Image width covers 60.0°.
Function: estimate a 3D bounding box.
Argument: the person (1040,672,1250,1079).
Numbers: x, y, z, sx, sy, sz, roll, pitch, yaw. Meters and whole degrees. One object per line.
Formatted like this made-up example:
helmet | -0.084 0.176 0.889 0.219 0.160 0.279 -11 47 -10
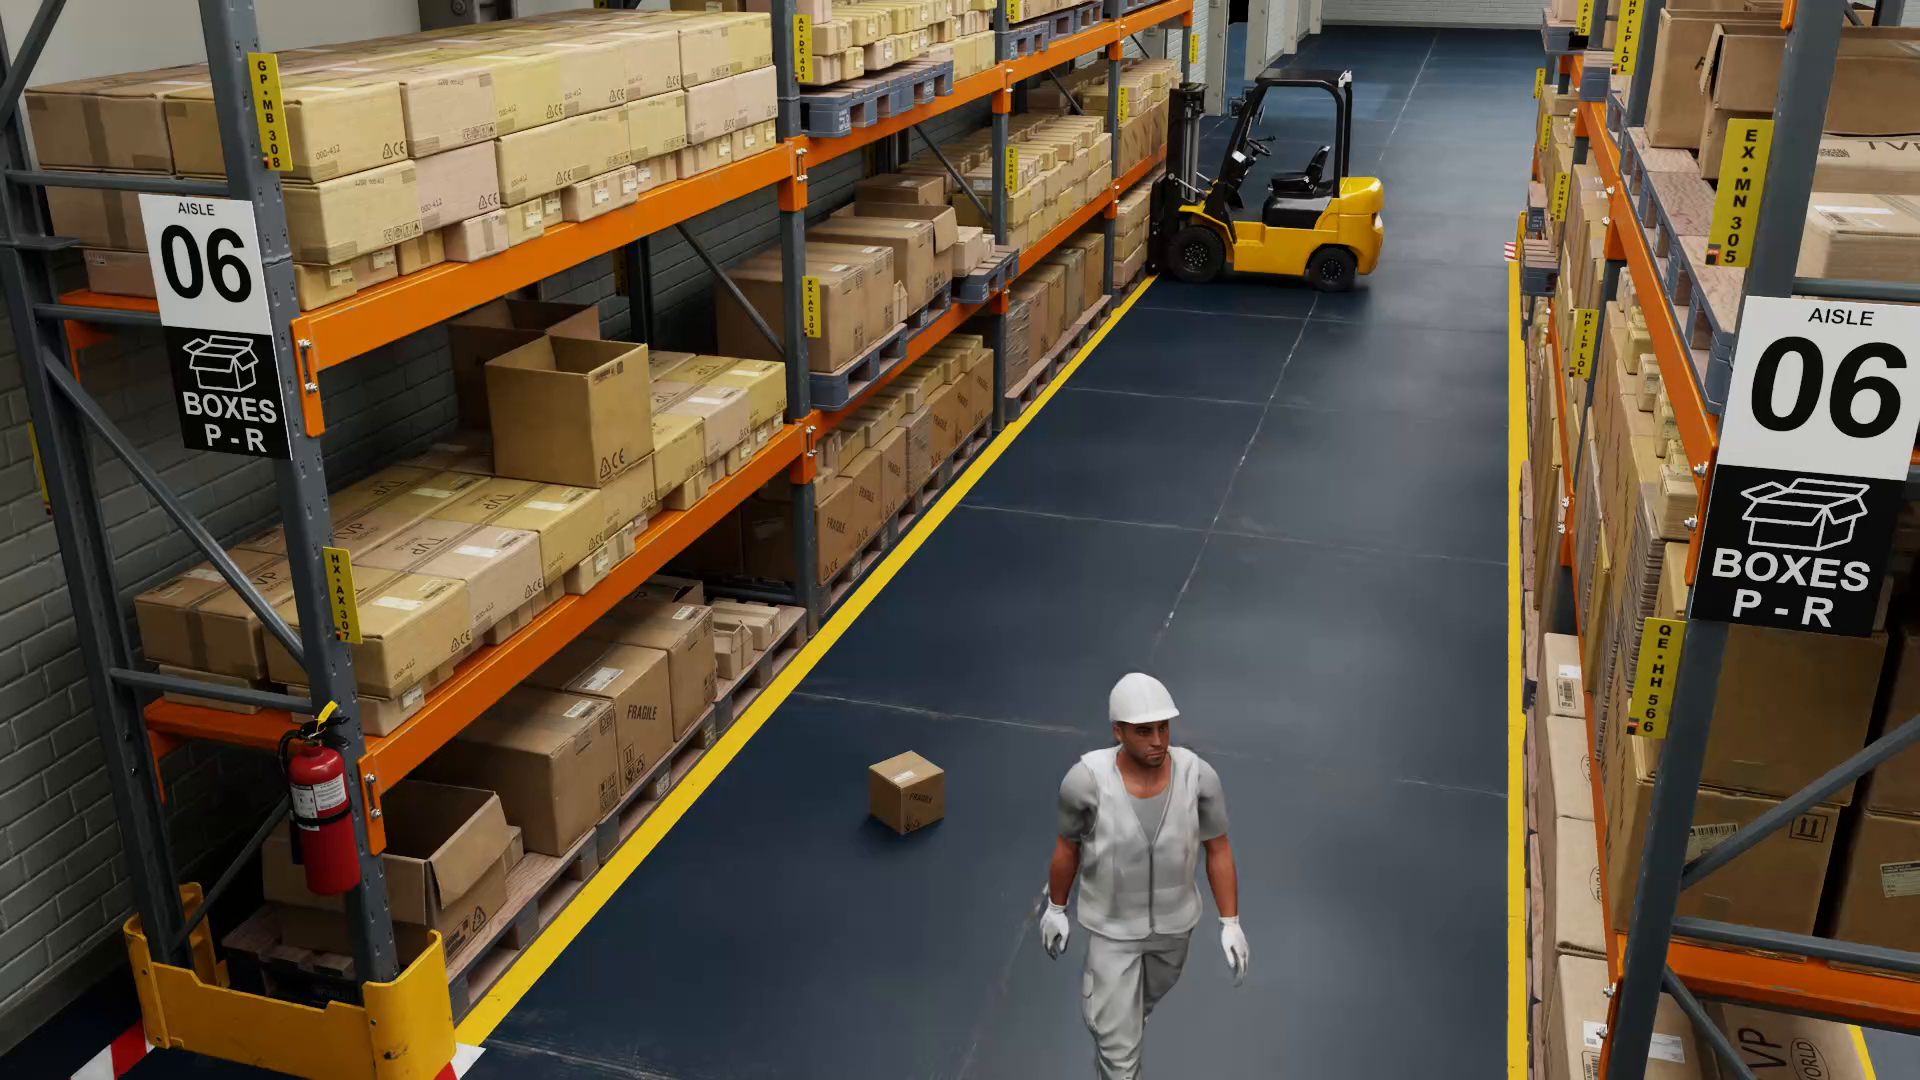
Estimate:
person | 0.612 1.265 5.332 0.600 1.738 0.958 -5 22 -12
